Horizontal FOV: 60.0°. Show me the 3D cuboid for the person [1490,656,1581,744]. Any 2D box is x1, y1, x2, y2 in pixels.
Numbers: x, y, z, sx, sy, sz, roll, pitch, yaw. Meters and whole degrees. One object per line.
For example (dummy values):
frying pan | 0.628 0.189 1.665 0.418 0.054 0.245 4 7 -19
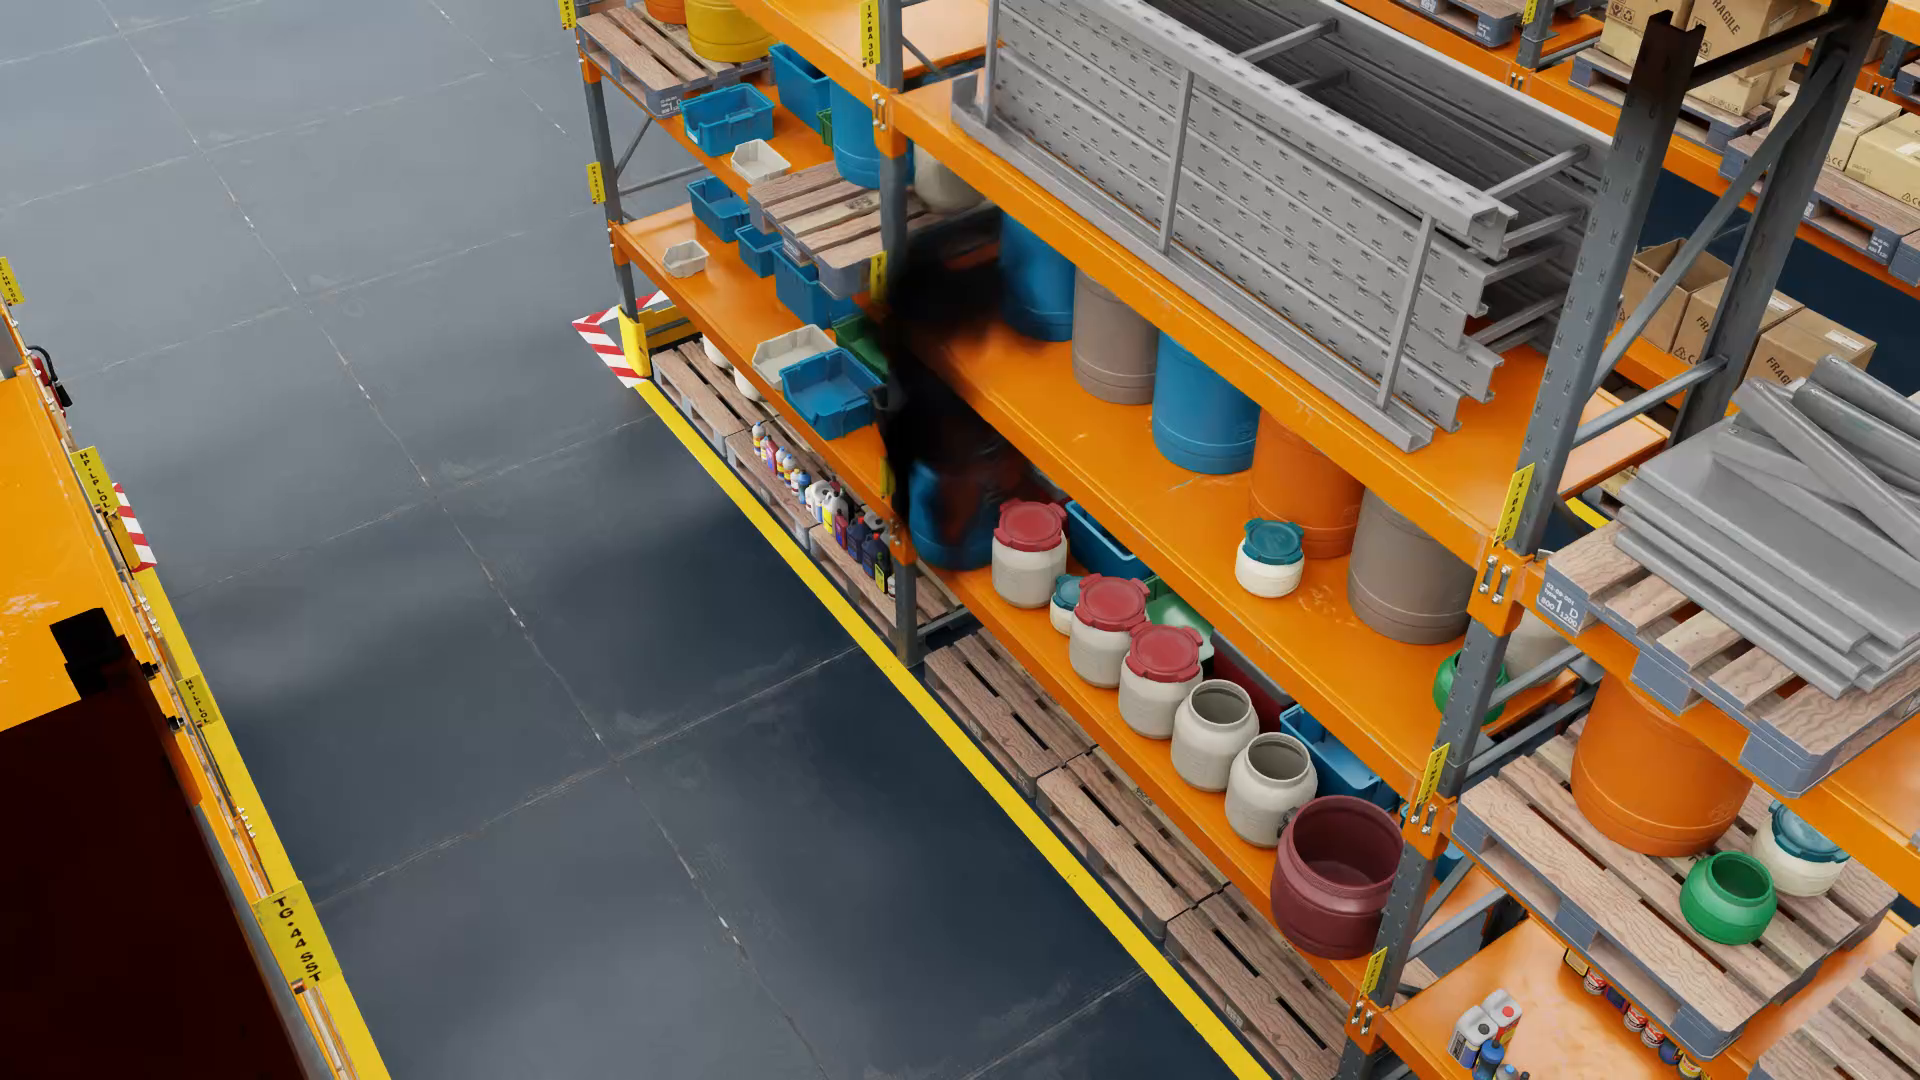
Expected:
person | 3.416 0.694 9.300 0.666 1.758 0.843 -30 50 -29
